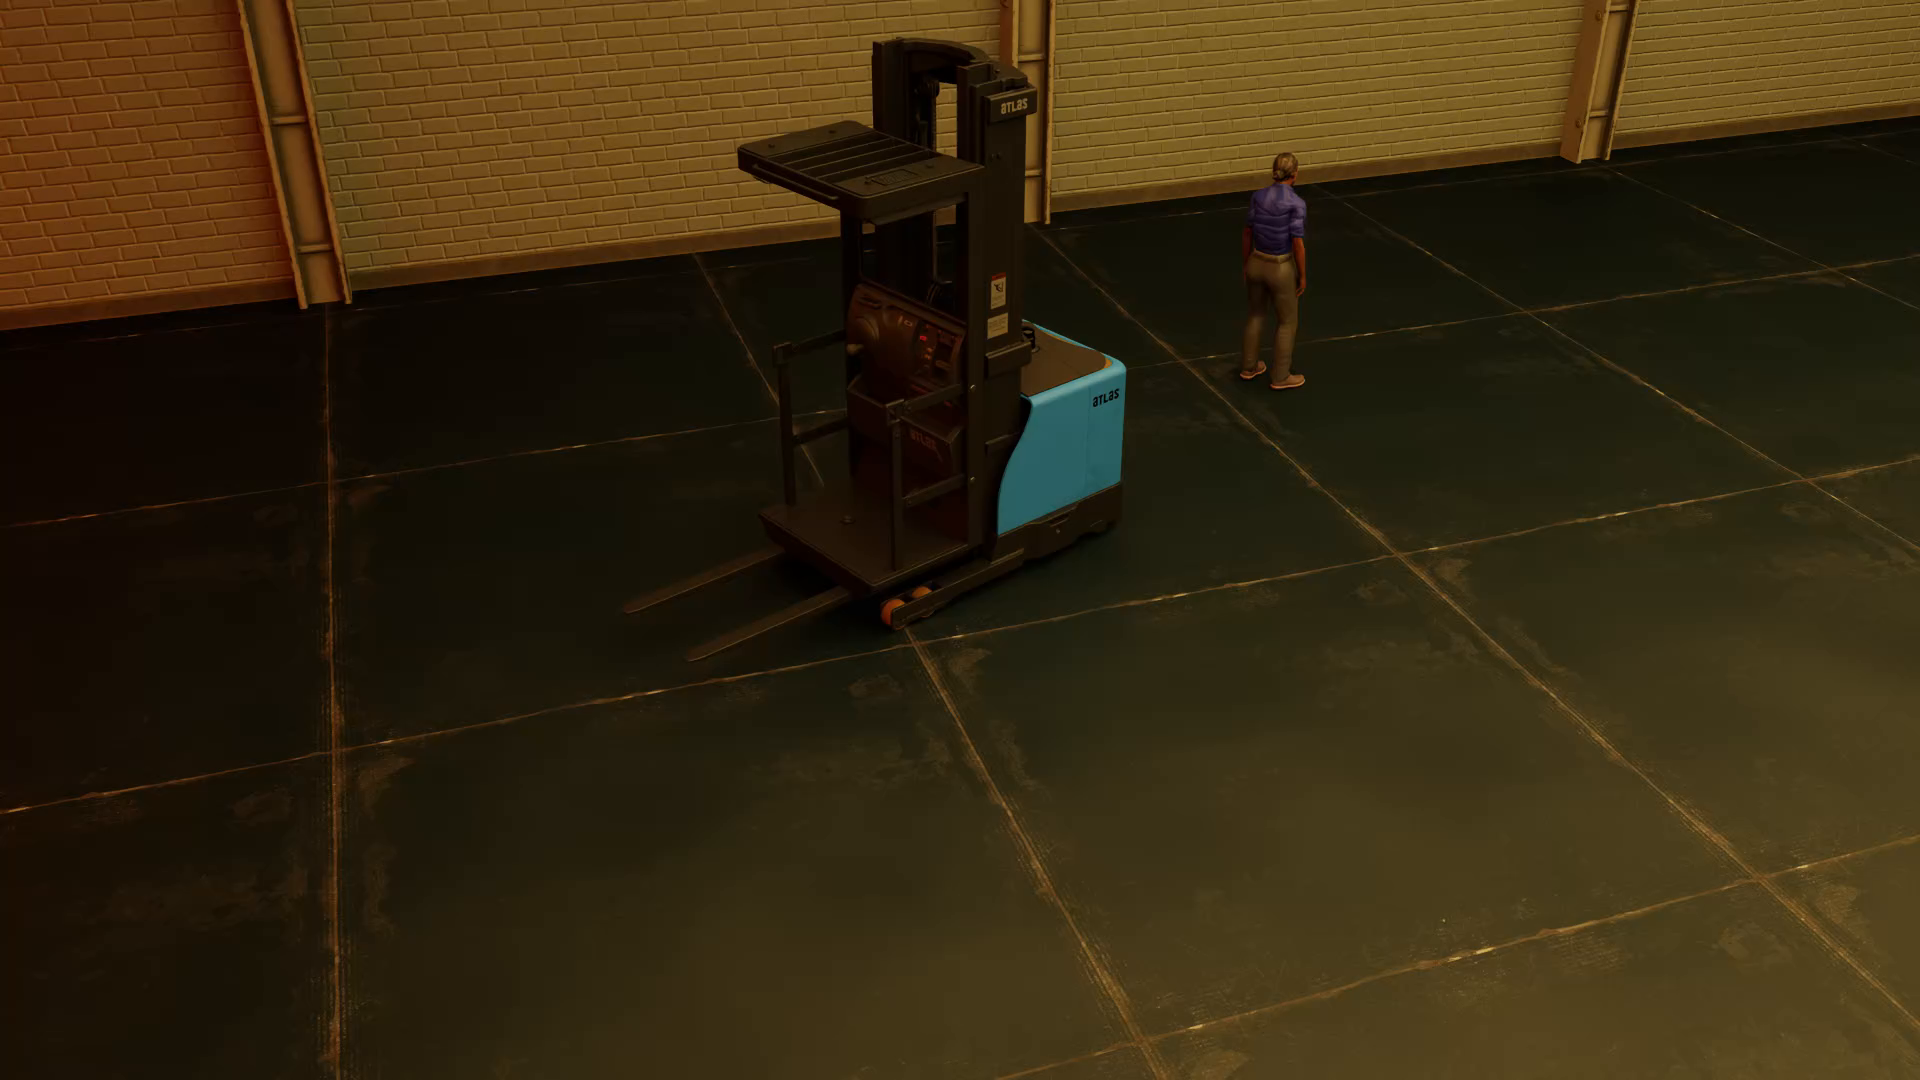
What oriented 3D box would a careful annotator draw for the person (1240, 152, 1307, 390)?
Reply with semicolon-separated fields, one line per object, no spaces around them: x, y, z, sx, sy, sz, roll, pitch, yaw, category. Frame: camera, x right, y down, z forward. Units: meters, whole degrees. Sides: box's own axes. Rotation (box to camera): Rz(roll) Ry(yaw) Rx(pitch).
2.207;-1.878;11.634;0.526;1.653;0.351;24;38;35;person

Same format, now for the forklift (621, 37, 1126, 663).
-0.461;-1.072;8.951;3.031;2.935;1.130;-23;37;-34;forklift
